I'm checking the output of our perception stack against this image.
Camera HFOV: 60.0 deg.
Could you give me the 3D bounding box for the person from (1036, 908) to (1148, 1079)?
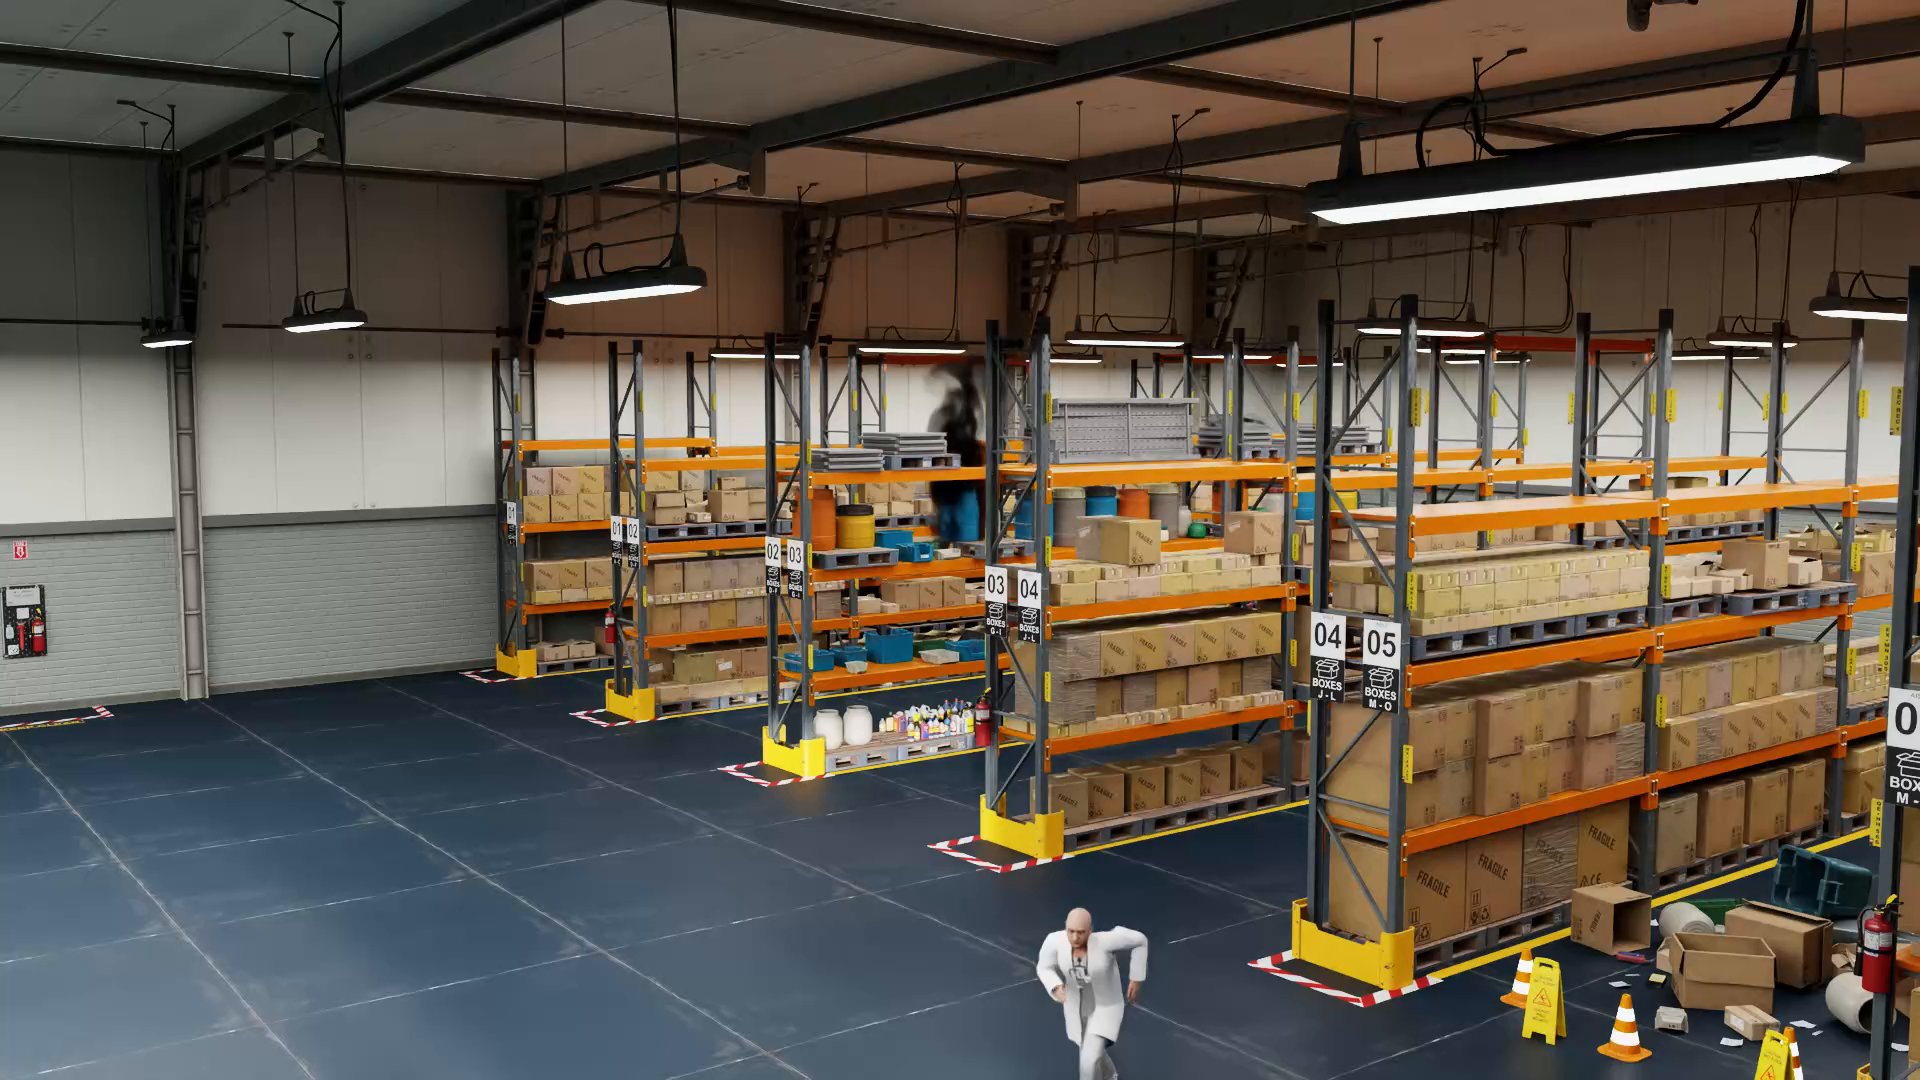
[{"bbox_3d":[0.952,3.335,11.671,0.753,1.738,1.072,2,5,21],"label":"person"}]
